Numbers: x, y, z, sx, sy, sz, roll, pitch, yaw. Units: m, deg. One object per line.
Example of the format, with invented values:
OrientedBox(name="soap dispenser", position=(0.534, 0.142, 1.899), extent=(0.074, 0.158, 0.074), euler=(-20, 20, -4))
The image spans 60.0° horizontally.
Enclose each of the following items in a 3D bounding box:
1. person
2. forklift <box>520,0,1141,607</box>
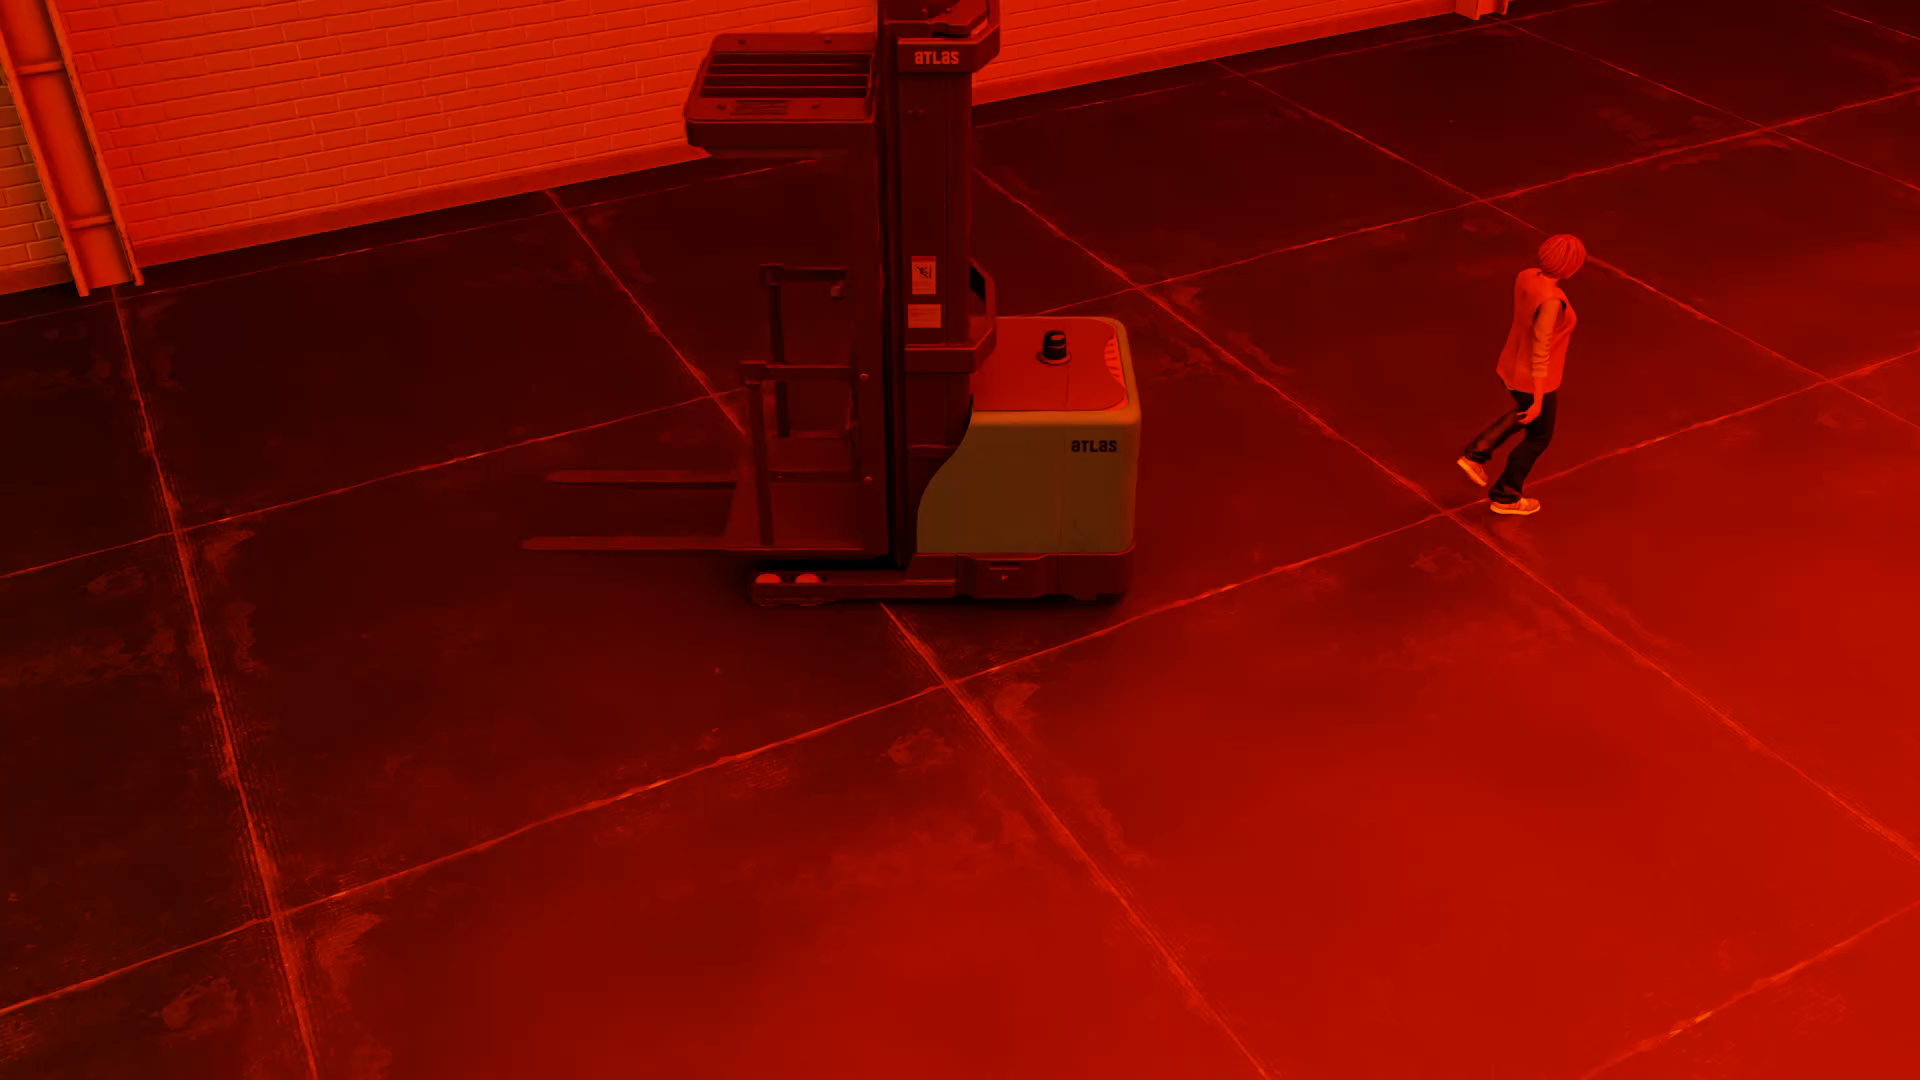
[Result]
OrientedBox(name="person", position=(2.880, -0.827, 8.471), extent=(0.443, 1.579, 0.600), euler=(-5, 36, -7))
OrientedBox(name="forklift", position=(-0.664, -1.172, 7.781), extent=(3.031, 2.935, 1.130), euler=(0, 35, 0))
